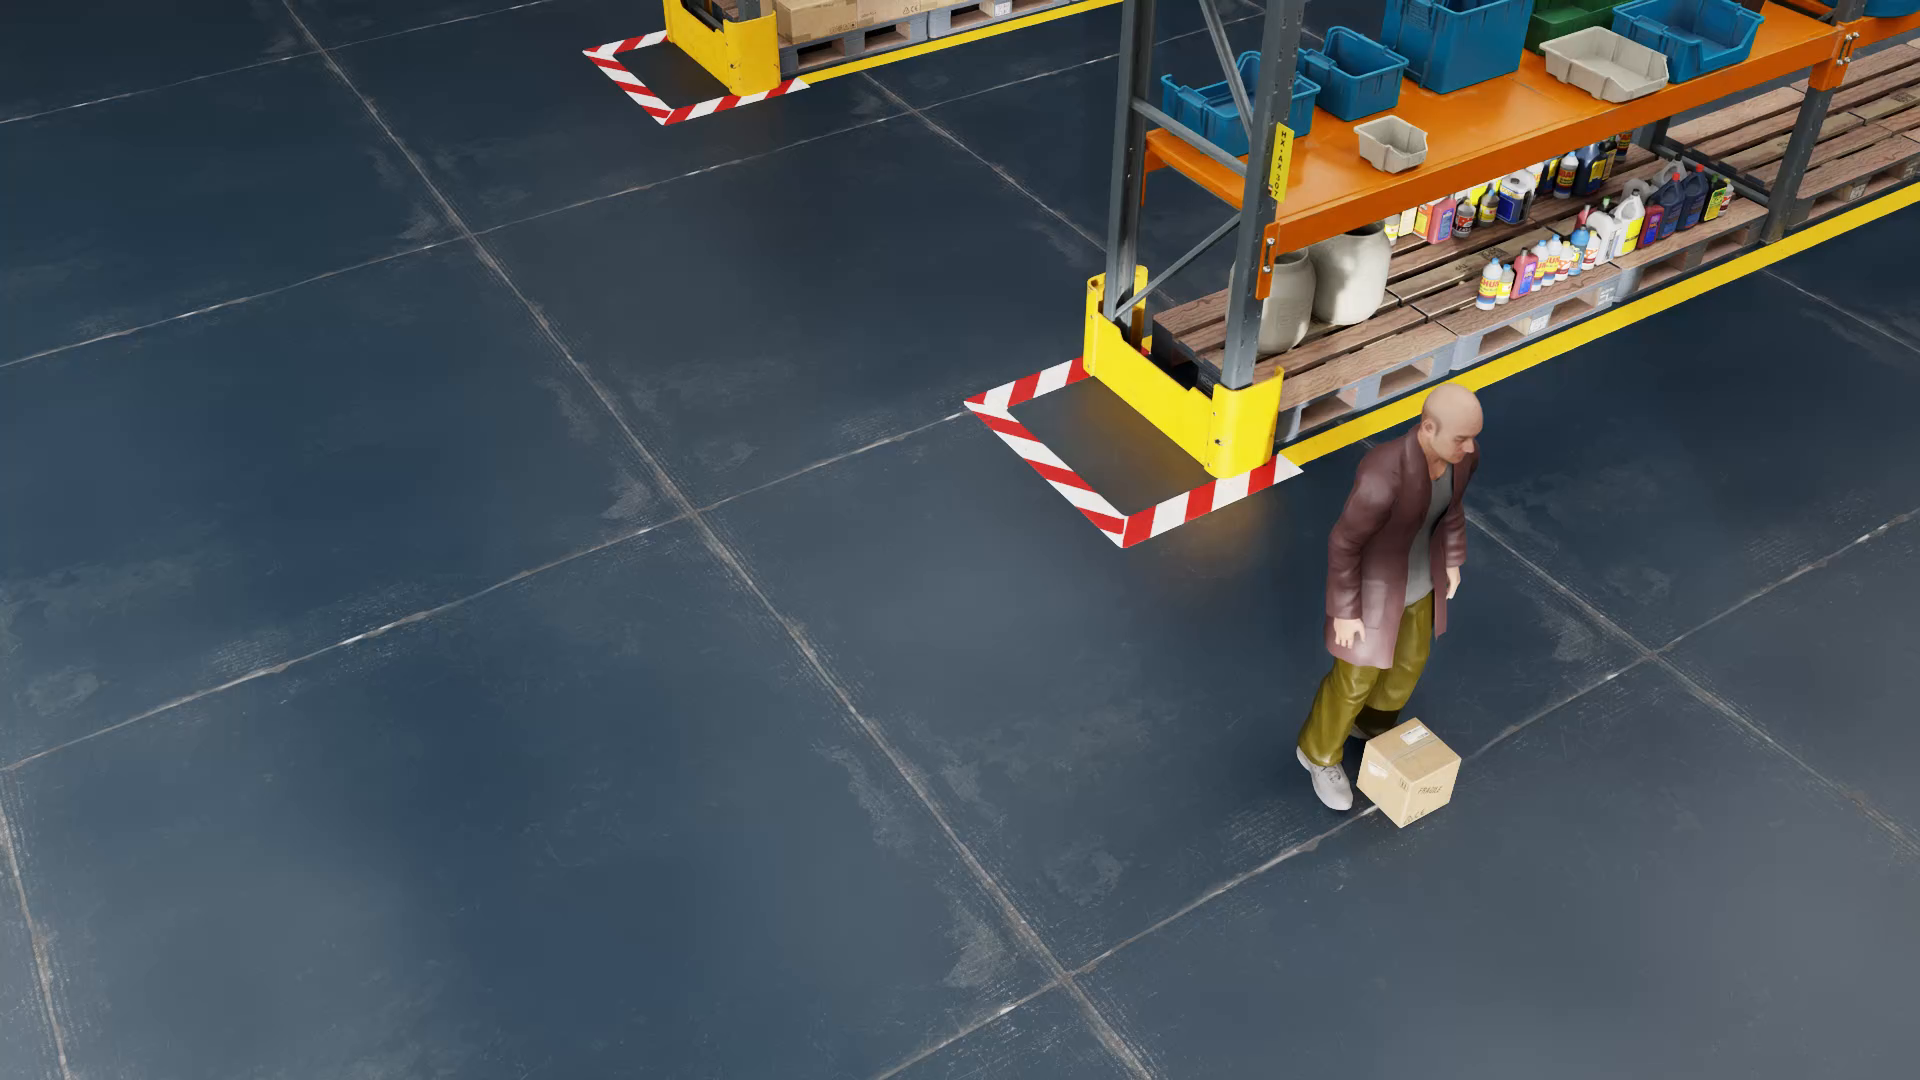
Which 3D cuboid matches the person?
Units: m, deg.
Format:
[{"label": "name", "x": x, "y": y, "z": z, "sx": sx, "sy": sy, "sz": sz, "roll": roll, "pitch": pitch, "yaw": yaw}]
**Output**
[{"label": "person", "x": 1.561, "y": 0.167, "z": 5.972, "sx": 0.647, "sy": 1.774, "sz": 0.419, "roll": -23, "pitch": 45, "yaw": -25}]
